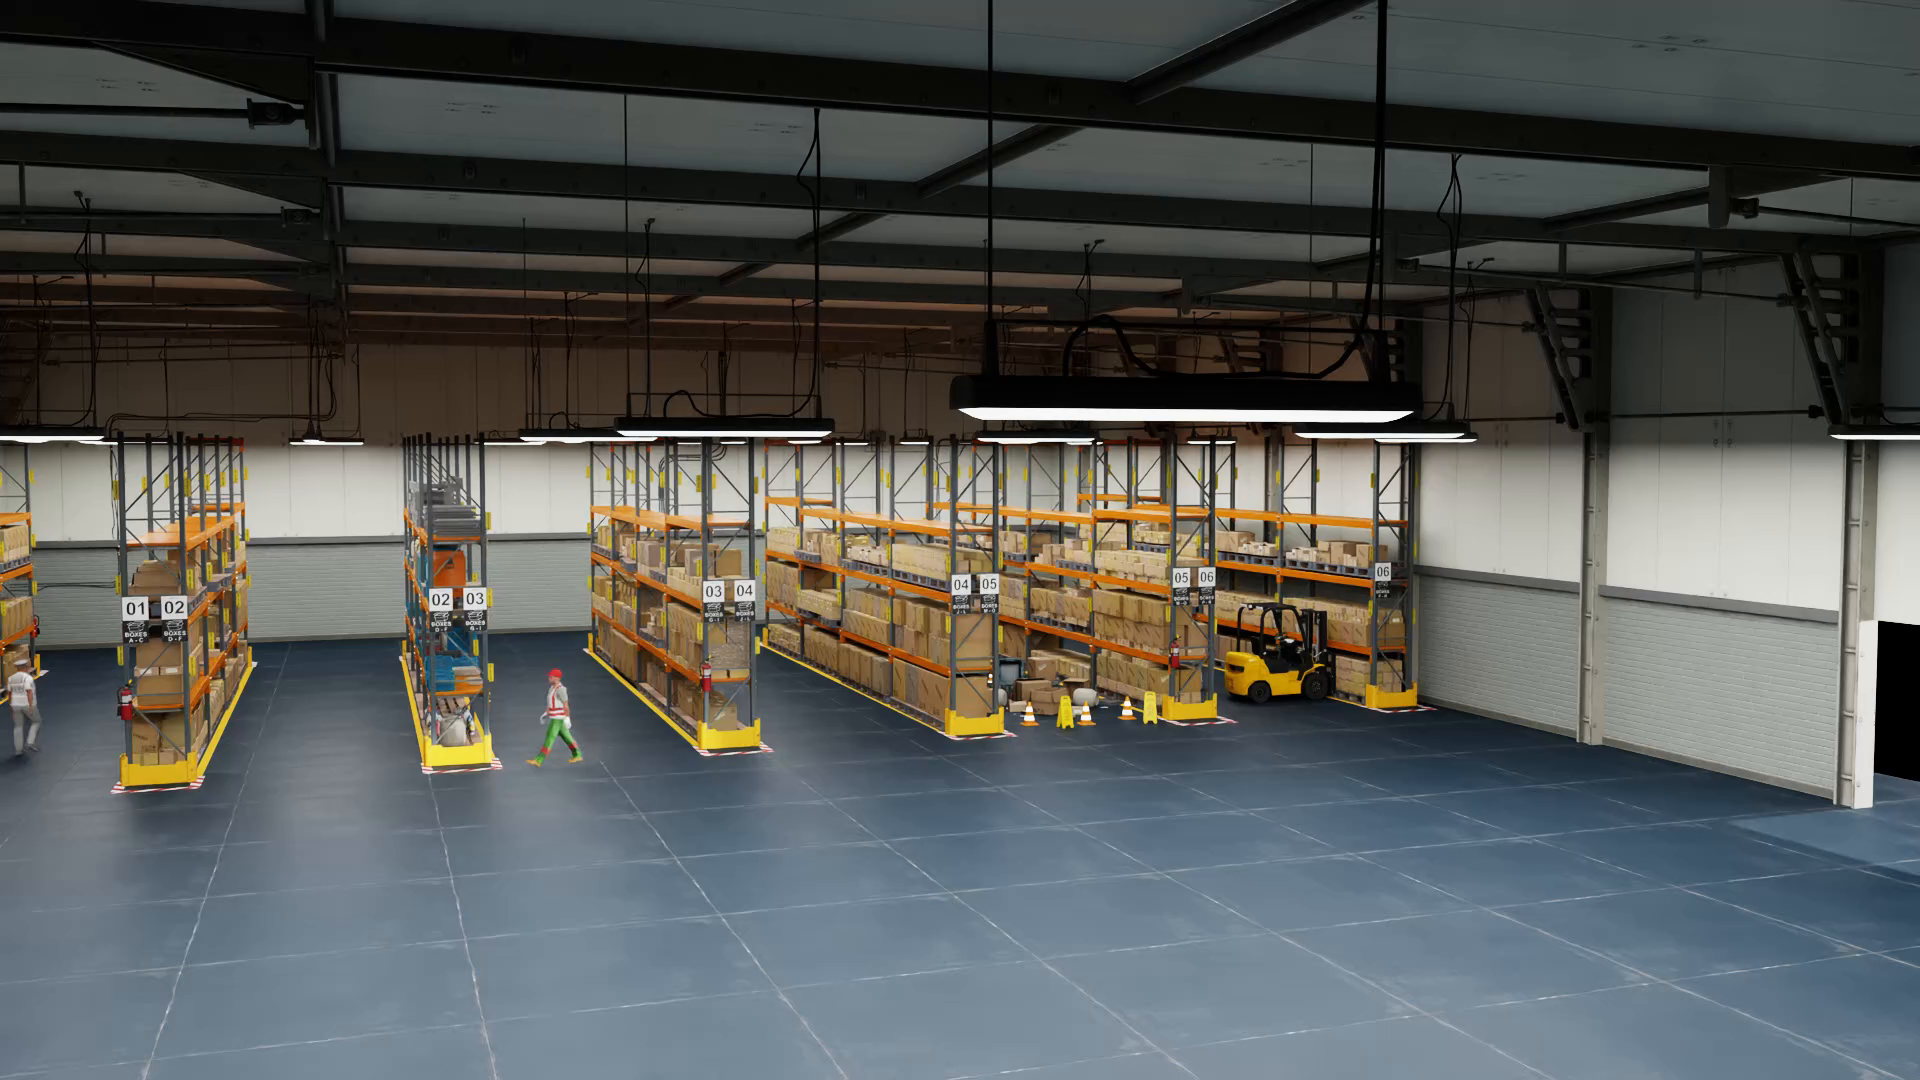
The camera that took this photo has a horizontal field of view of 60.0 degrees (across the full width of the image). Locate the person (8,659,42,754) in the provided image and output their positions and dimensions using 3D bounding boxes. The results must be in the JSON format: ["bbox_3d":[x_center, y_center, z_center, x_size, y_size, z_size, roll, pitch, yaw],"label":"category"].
[{"bbox_3d":[-17.497,3.118,31.061,0.545,1.766,0.535,0,3,-8],"label":"person"}]

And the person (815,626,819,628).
[{"bbox_3d":[-4.134,2.128,50.014,0.850,1.649,0.480,-2,4,-38],"label":"person"}]

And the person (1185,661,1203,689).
[{"bbox_3d":[5.589,2.736,39.762,0.557,1.581,0.730,-1,3,-19],"label":"person"}]

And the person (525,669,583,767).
[{"bbox_3d":[-7.314,3.177,29.866,1.069,1.722,0.540,-1,3,-23],"label":"person"}]
